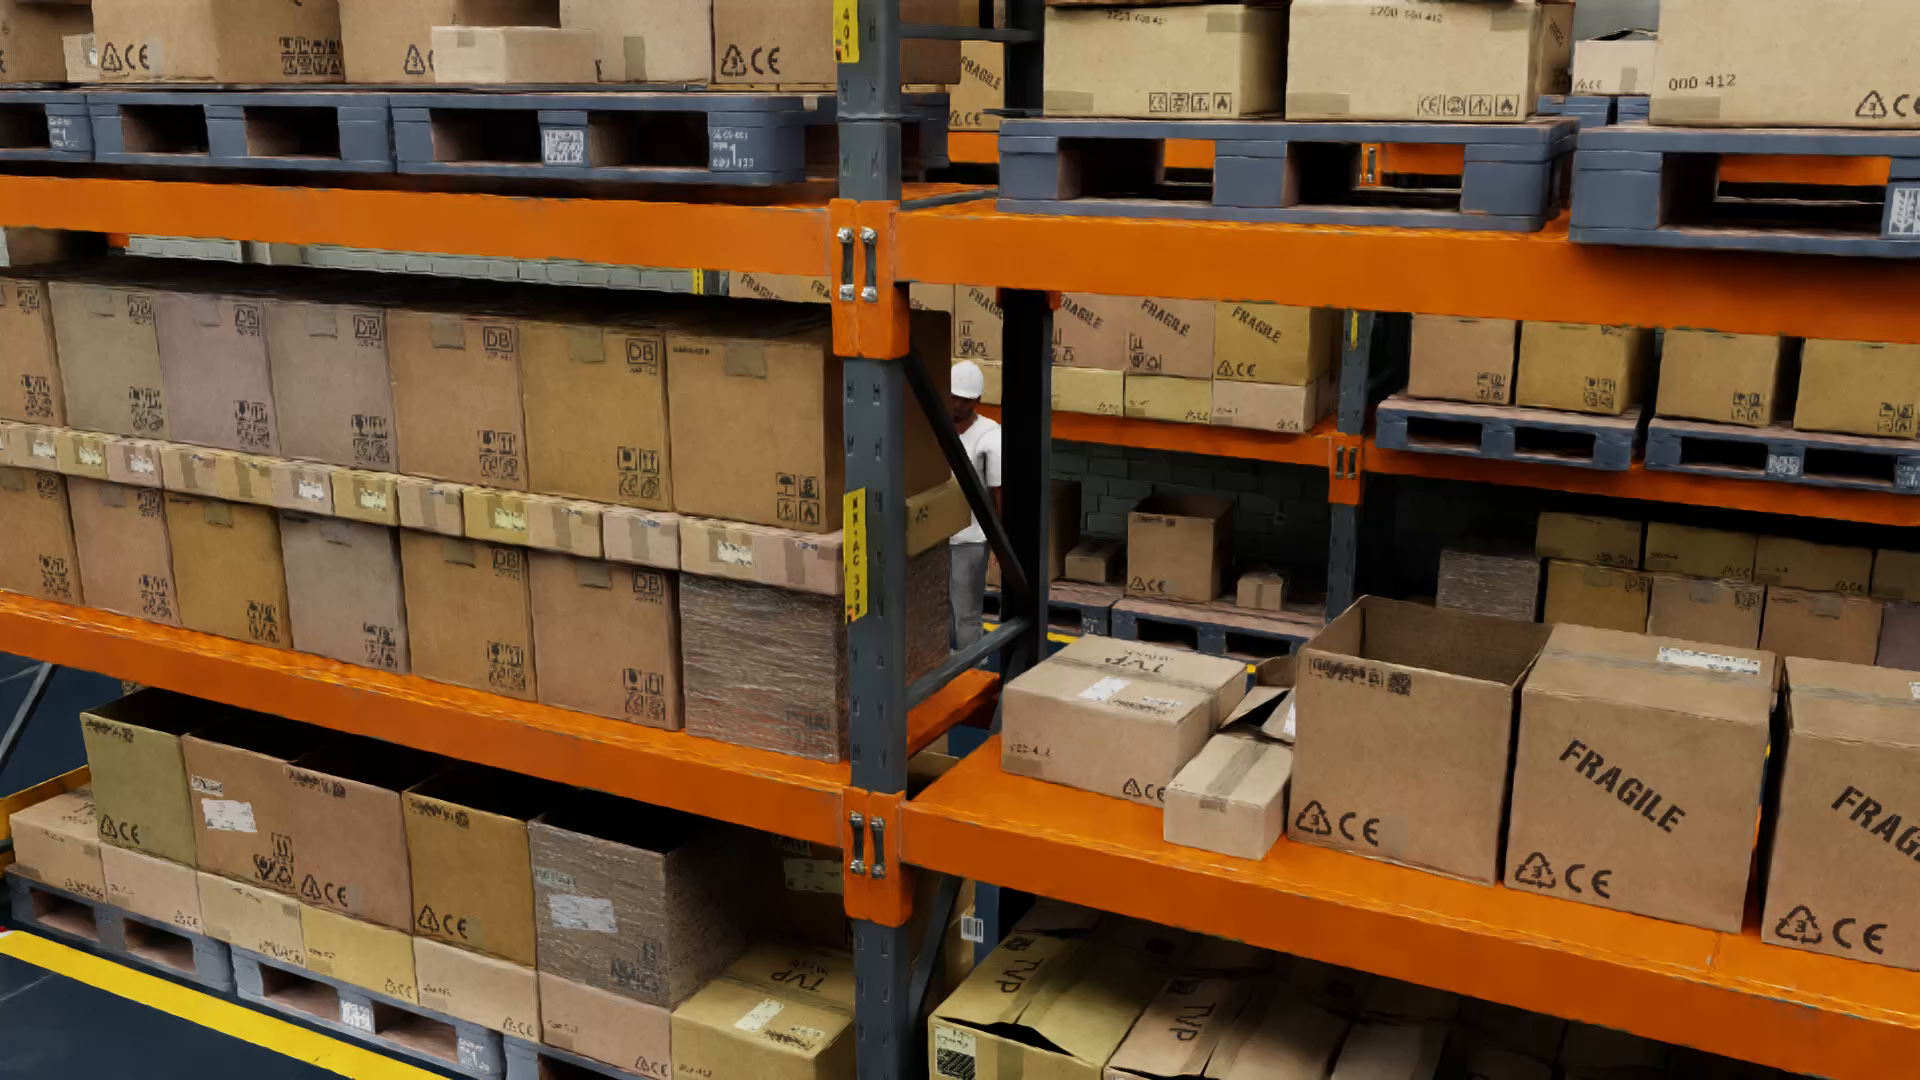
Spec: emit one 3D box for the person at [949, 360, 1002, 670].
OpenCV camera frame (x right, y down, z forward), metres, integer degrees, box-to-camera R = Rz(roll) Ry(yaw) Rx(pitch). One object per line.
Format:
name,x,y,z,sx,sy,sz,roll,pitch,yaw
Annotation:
person,0.013,-0.041,8.397,0.726,1.770,0.600,15,21,42
